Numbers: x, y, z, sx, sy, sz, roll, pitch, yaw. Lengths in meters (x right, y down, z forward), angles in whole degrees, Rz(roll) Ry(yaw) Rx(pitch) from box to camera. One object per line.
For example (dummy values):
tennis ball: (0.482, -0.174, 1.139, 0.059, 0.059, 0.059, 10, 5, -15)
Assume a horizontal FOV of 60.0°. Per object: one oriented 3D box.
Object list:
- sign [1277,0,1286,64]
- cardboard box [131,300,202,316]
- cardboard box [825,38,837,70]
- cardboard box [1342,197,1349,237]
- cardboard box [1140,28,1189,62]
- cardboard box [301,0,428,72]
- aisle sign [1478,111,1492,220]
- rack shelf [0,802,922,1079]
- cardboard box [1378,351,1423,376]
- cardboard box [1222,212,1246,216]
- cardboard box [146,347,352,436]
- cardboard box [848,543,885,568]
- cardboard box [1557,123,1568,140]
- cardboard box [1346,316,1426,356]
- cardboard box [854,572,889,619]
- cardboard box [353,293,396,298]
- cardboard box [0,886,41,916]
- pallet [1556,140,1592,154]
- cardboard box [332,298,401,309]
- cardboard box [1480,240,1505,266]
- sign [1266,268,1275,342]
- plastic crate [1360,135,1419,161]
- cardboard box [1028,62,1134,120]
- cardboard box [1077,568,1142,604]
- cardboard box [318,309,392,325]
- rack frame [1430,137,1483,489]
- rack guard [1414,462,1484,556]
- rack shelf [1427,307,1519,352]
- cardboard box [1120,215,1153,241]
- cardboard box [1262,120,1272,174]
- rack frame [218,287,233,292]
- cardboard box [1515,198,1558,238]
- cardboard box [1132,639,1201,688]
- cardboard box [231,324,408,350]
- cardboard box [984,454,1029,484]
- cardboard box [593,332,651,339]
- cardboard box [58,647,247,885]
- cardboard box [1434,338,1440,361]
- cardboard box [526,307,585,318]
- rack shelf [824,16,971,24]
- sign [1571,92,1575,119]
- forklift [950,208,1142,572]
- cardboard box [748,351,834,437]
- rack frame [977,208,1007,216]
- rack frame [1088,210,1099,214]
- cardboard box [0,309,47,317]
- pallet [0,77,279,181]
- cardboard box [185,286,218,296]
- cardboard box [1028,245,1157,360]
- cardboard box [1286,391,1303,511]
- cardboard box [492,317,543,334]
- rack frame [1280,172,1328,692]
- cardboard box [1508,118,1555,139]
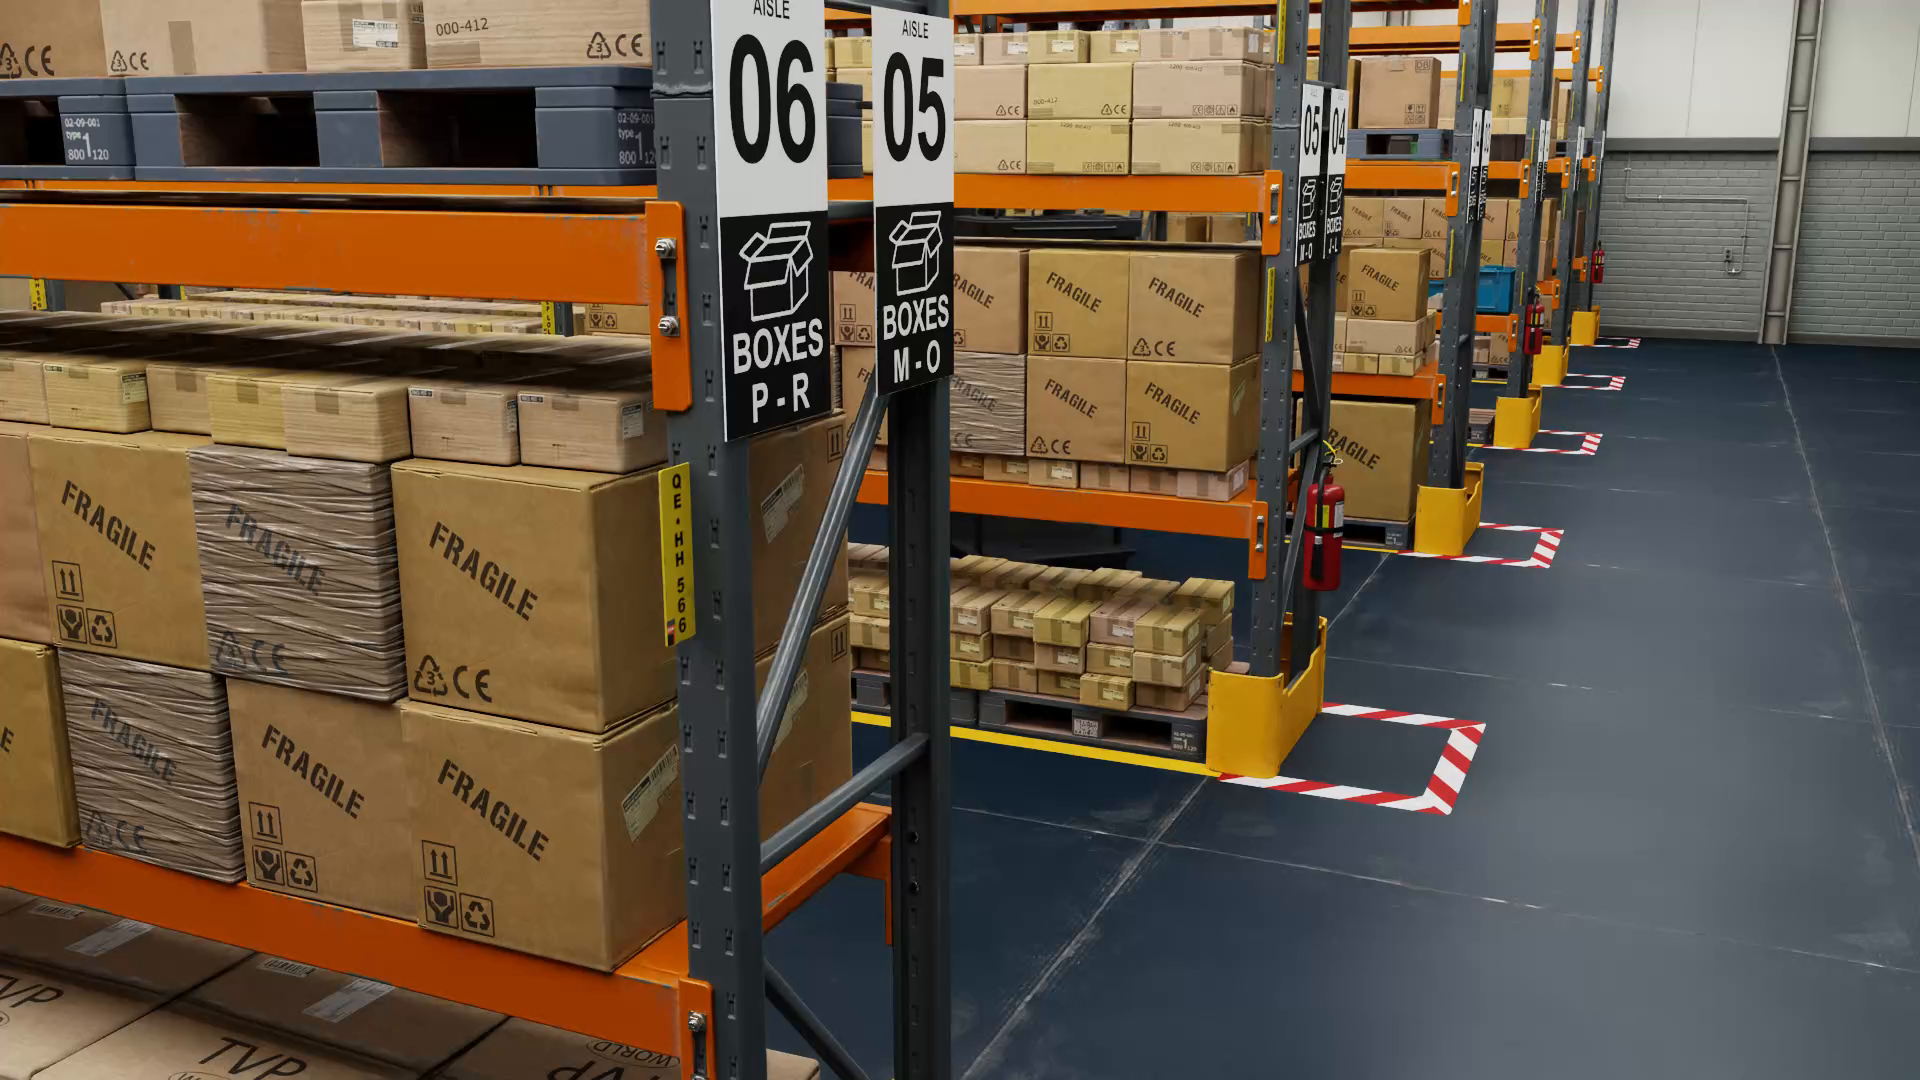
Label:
sign: (1.391, -2.227, 7.175, 0.005, 0.325, 0.100, 6, 14, 23)
cardboard box: (-5.090, -1.454, 10.714, 0.250, 0.149, 0.380, 5, 14, 22)
cardboard box: (-0.673, -2.435, 8.363, 0.250, 0.149, 0.380, 7, 15, 26)
cardboard box: (4.882, -4.301, 22.109, 0.500, 0.500, 0.500, 5, 14, 21)
cardboard box: (1.016, -2.283, 7.712, 0.250, 0.149, 0.380, 6, 14, 24)
cardboard box: (-1.143, -1.043, 3.477, 0.250, 0.149, 0.380, 5, 14, 19)
aisle sign: (3.922, -2.798, 12.422, 0.004, 0.787, 0.394, 6, 14, 23)
rack shelf: (-2.108, 0.759, 4.530, 4.000, 0.370, 1.077, 6, 14, 23)
cardboard box: (3.276, -1.318, 12.356, 0.250, 0.149, 0.380, 6, 15, 24)
cardboard box: (4.646, -5.237, 27.593, 0.500, 0.500, 0.500, 6, 14, 23)
cardboard box: (-1.624, -0.345, 3.830, 0.250, 0.149, 0.380, 6, 14, 23)
cardboard box: (-0.622, 0.136, 9.630, 0.250, 0.149, 0.380, 5, 14, 21)
cardboard box: (8.977, -6.233, 25.375, 0.500, 0.250, 0.500, 6, 15, 25)
cardboard box: (3.184, -1.538, 12.418, 0.500, 0.250, 0.500, 6, 14, 22)
cardboard box: (-0.374, 0.299, 8.933, 0.250, 0.149, 0.380, 6, 14, 24)
cardboard box: (-5.614, -2.700, 16.551, 0.637, 0.503, 0.797, 7, 15, 29)
cardboard box: (-3.406, 1.347, 5.138, 0.875, 0.438, 0.875, 6, 14, 22)
pallet: (9.071, -6.064, 25.658, 1.213, 0.211, 1.003, 6, 14, 23)
cardboard box: (-3.866, -1.492, 10.875, 0.250, 0.149, 0.380, 7, 15, 26)
cardboard box: (6.755, -3.626, 21.421, 0.500, 0.500, 0.500, 6, 14, 24)
sign: (1.391, -1.053, 7.451, 0.005, 0.325, 0.100, 6, 14, 23)
plastic crate: (4.456, -4.140, 17.401, 0.767, 0.338, 0.504, 6, 14, 23)
cardboard box: (0.641, -2.117, 7.878, 0.500, 0.250, 0.500, 5, 14, 22)
cardboard box: (0.813, 0.274, 9.039, 0.250, 0.149, 0.380, 6, 14, 23)
cardboard box: (-3.661, -1.309, 10.094, 0.250, 0.149, 0.380, 5, 14, 21)
rack frame: (3.735, -1.476, 12.480, 0.127, 3.000, 1.000, 6, 14, 23)
rack guard: (3.757, -0.257, 12.756, 0.348, 0.500, 1.175, 6, 14, 23)
rack shelf: (3.913, -2.346, 17.760, 4.000, 0.370, 1.077, 6, 14, 23)
cardboard box: (2.453, -4.319, 23.456, 0.500, 0.500, 0.700, 2, 13, 9)
cardboard box: (1.327, -1.932, 8.184, 0.500, 0.250, 0.500, 6, 15, 25)
rack frame: (-7.237, -2.587, 17.212, 0.127, 3.000, 1.000, 6, 14, 23)
cardboard box: (7.452, -4.177, 21.581, 0.500, 0.500, 0.500, 6, 15, 25)
cardboard box: (1.035, 0.600, 8.303, 0.250, 0.149, 0.380, 5, 14, 22)
cardboard box: (-1.672, -0.471, 4.371, 0.250, 0.149, 0.380, 6, 14, 24)
cardboard box: (0.302, -0.399, 8.438, 0.250, 0.149, 0.380, 5, 14, 21)
cardboard box: (-1.673, -0.915, 9.217, 0.500, 0.500, 0.500, 5, 14, 22)
cardboard box: (-1.754, 0.460, 4.008, 0.500, 0.500, 0.500, 6, 15, 25)
cardboard box: (6.298, -2.514, 21.957, 0.500, 0.250, 0.500, 6, 14, 23)
cardboard box: (-2.455, -1.349, 10.264, 0.250, 0.149, 0.380, 6, 15, 25)
rack shelf: (1.268, -6.965, 20.687, 3.809, 1.986, 15.735, 6, 14, 23)
sign: (7.508, -5.322, 20.367, 0.005, 0.325, 0.100, 6, 14, 23)
forklift: (0.496, -1.076, 10.923, 1.130, 2.935, 3.031, -5, 14, -19)
cardboard box: (-0.491, -0.348, 3.846, 0.250, 0.149, 0.380, 6, 15, 24)
rack frame: (0.437, -4.285, 24.451, 0.127, 3.000, 1.000, 6, 14, 23)
rack frame: (2.440, -5.320, 28.862, 0.127, 3.000, 1.000, 6, 14, 23)
cardboard box: (-2.866, -0.574, 4.807, 0.250, 0.149, 0.380, 6, 14, 23)
pallet: (-2.081, -1.003, 4.090, 1.213, 0.211, 1.003, 6, 14, 23)
cardboard box: (-7.623, -2.835, 17.399, 0.500, 0.500, 0.875, 6, 14, 23)
cardboard box: (0.651, -1.167, 8.104, 0.500, 0.500, 0.500, 5, 14, 21)
cardboard box: (2.285, -0.773, 13.215, 0.875, 0.875, 0.875, 6, 14, 23)
cardboard box: (-2.470, -1.188, 9.580, 0.250, 0.149, 0.380, 7, 15, 26)
rack frame: (1.635, -0.450, 8.108, 0.053, 2.616, 0.949, 6, 14, 23)
cardboard box: (7.178, -5.170, 20.890, 0.500, 0.250, 0.500, 6, 14, 23)
